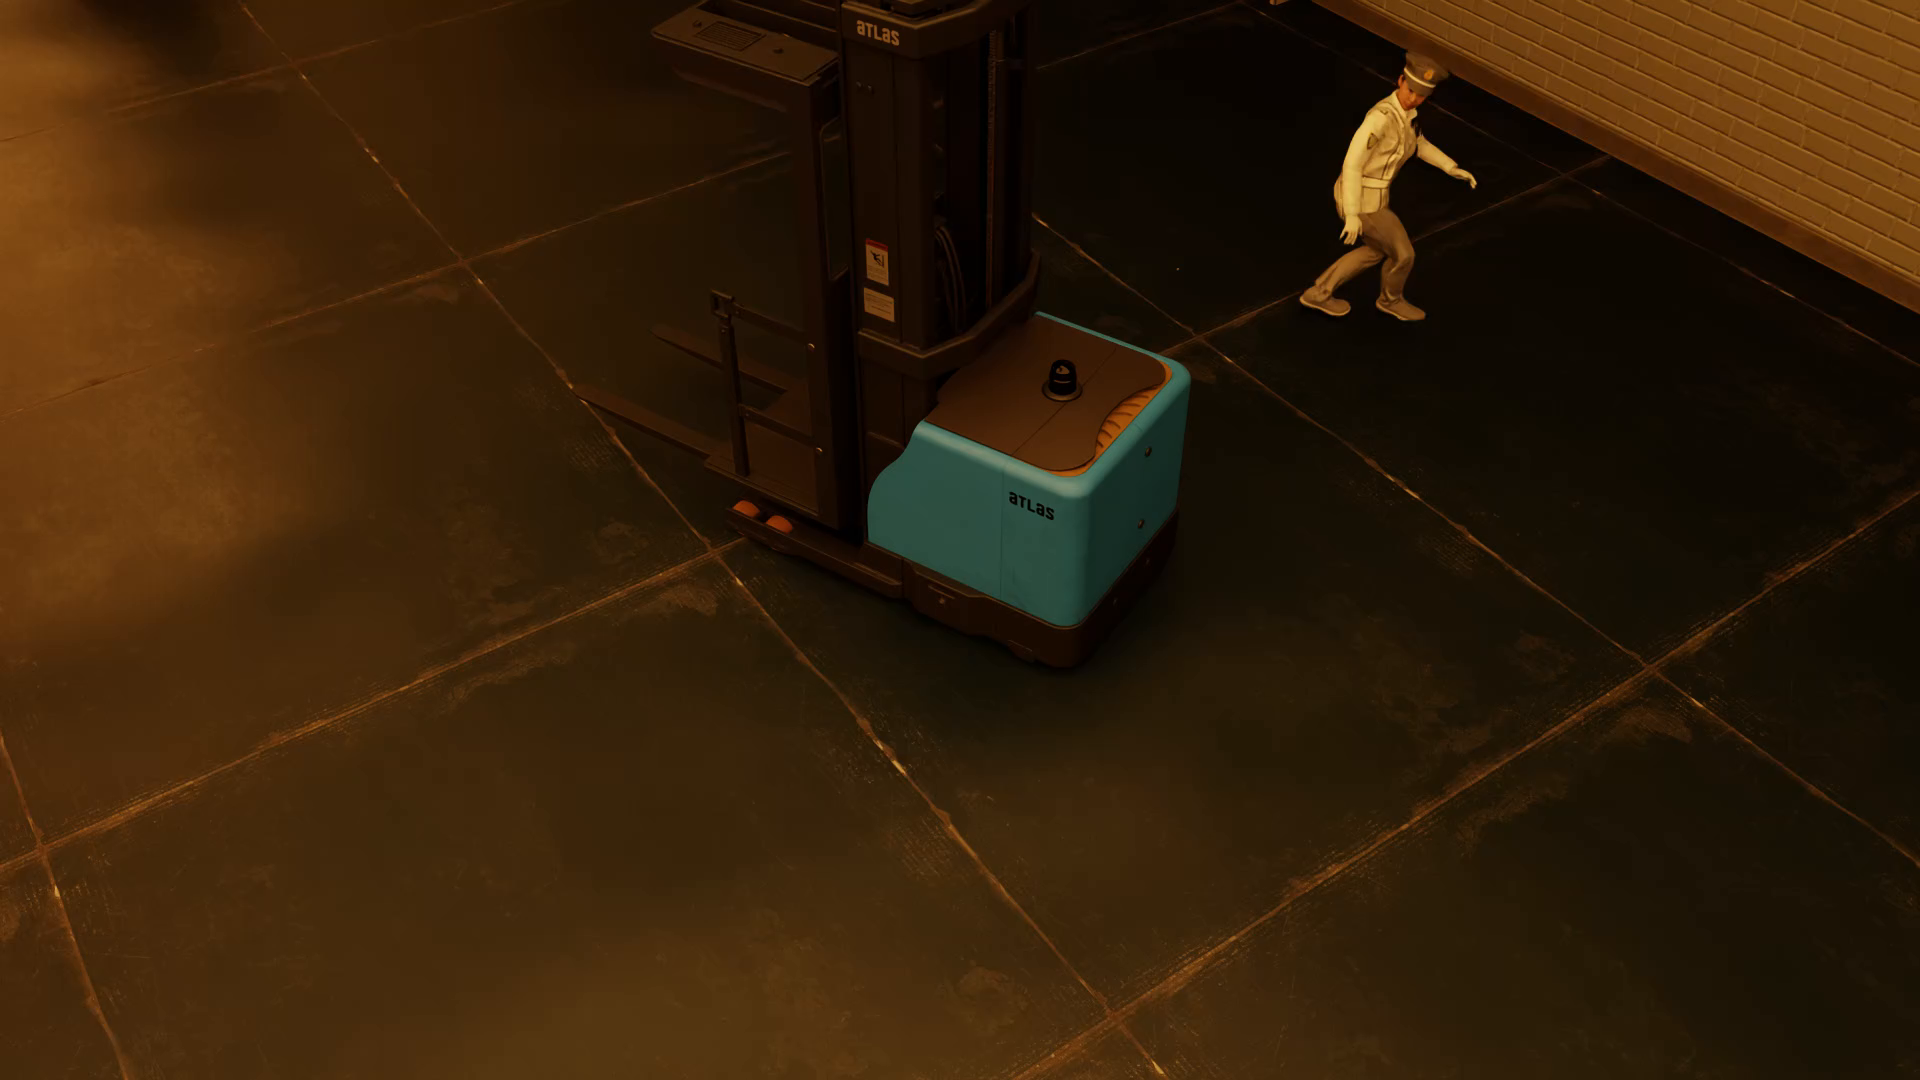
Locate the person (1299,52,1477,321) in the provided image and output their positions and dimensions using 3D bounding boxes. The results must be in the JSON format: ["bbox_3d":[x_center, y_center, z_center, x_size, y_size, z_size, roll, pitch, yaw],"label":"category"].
[{"bbox_3d":[2.254,-1.731,8.634,0.780,1.562,0.773,9,44,10],"label":"person"}]

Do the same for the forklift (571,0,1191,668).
[{"bbox_3d":[-0.511,-1.302,7.129,3.031,2.935,1.130,24,48,24],"label":"forklift"}]
